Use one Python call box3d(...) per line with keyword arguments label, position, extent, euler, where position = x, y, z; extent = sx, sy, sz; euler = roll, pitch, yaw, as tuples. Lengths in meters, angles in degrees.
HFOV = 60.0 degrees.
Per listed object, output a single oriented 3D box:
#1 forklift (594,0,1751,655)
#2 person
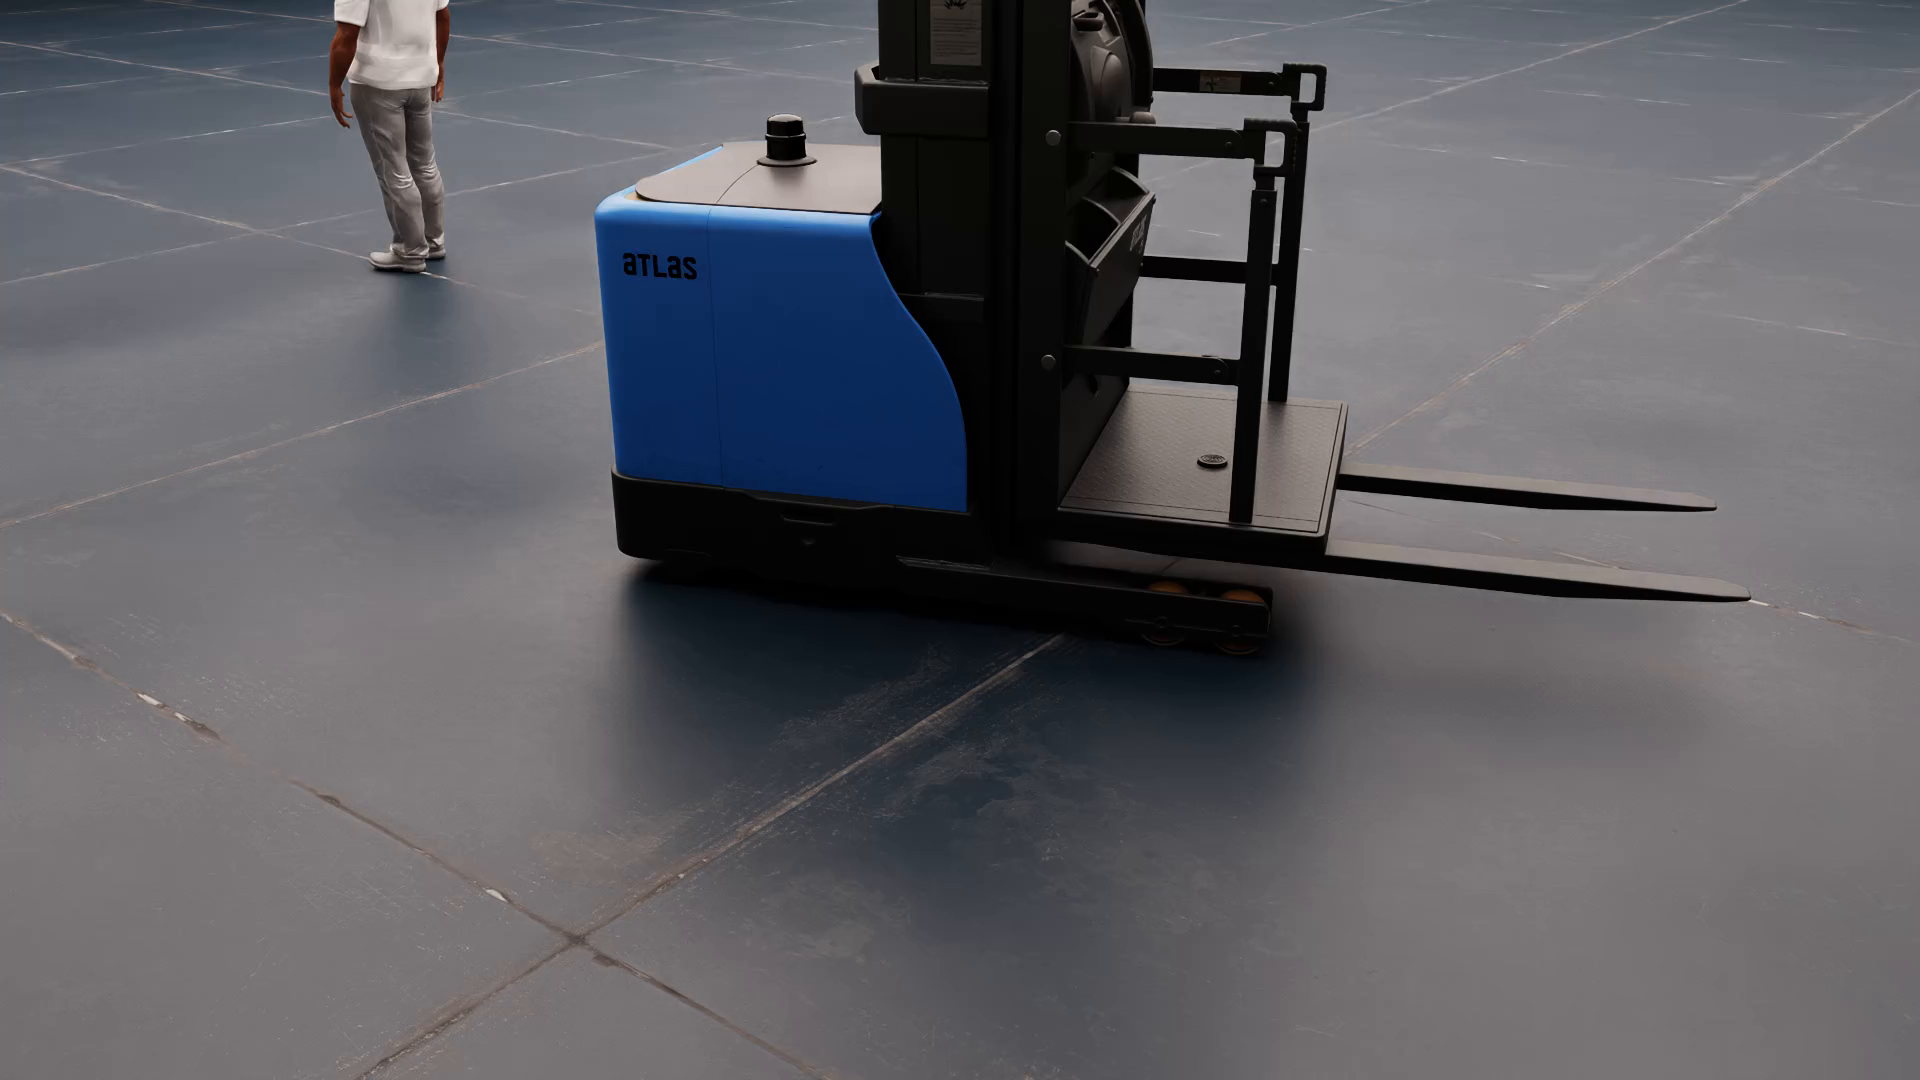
box3d(label="forklift", position=(0.587, -1.281, 4.284), extent=(3.031, 2.935, 1.130), euler=(6, 24, 14))
box3d(label="person", position=(-2.677, -2.130, 7.688), extent=(0.574, 1.769, 0.665), euler=(13, 27, 28))
